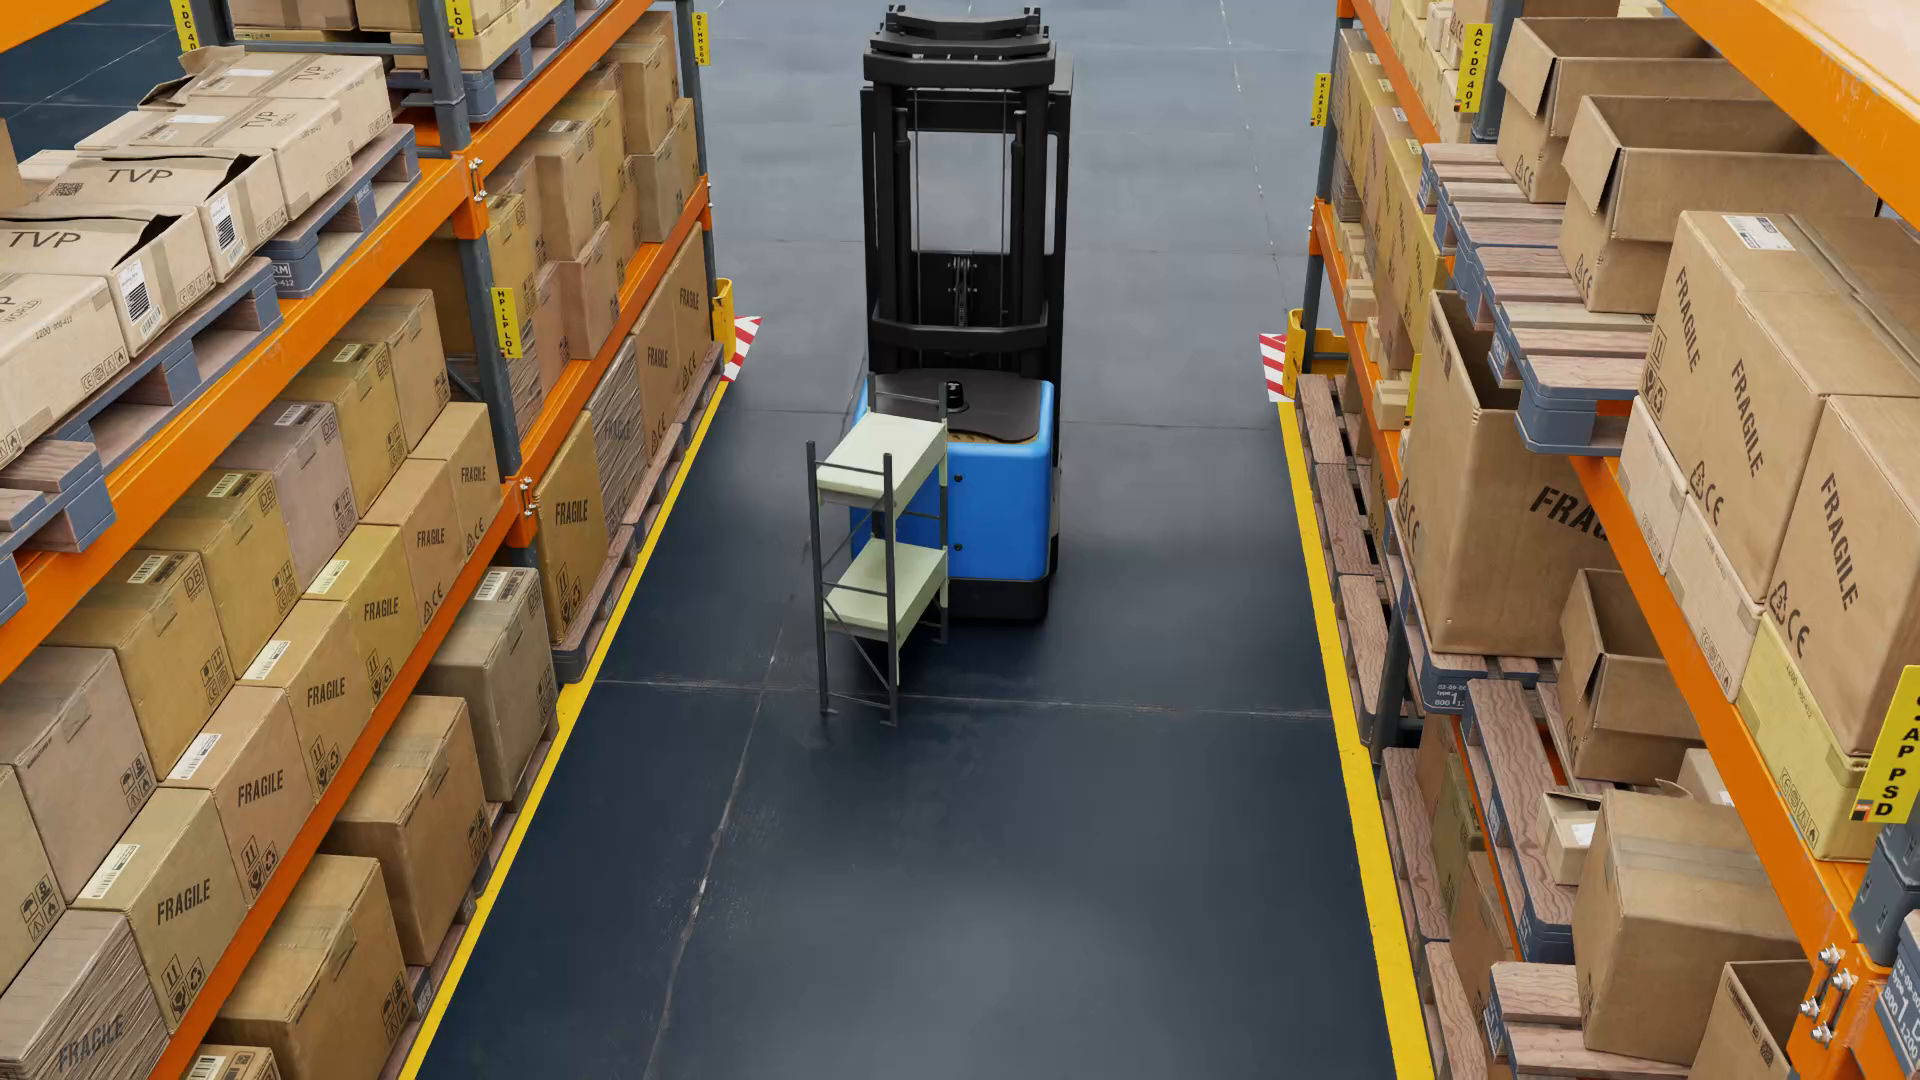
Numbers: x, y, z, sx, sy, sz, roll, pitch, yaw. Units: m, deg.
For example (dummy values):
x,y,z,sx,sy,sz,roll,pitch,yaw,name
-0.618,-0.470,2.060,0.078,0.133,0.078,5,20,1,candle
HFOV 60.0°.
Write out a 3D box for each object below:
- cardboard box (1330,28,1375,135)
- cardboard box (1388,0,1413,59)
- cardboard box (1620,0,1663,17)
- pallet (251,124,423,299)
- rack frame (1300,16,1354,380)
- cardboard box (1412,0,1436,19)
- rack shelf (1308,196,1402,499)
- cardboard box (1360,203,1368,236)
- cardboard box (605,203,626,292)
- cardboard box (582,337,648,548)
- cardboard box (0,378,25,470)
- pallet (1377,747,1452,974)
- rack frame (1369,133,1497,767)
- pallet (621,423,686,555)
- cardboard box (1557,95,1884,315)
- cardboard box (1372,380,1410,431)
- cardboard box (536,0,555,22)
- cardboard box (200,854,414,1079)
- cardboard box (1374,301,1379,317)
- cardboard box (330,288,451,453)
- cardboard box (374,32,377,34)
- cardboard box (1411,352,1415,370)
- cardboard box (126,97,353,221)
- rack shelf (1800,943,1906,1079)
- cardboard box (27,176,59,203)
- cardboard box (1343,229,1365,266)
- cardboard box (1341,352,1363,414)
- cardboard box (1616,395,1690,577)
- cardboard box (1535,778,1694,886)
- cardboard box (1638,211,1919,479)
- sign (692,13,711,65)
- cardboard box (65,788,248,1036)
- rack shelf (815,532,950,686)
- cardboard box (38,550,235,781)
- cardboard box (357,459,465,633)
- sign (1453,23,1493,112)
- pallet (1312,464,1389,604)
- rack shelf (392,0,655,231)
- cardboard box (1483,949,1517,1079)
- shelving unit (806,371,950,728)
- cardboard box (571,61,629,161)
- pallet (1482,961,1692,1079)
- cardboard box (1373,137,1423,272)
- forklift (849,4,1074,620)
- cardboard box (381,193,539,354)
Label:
x,y,z,sx,sy,sz,roll,pitch,yaw,name
2.450,-2.637,9.619,0.500,0.500,0.500,2,32,4,cardboard box
2.352,-2.490,7.995,0.500,0.250,0.500,3,32,5,cardboard box
2.857,-2.315,7.332,0.380,0.149,0.250,2,32,3,cardboard box
-2.520,-1.206,5.951,0.805,0.209,1.217,1,32,2,pallet
2.766,-2.318,10.433,1.000,3.000,0.127,2,32,4,rack frame
2.281,-2.481,7.602,0.380,0.149,0.250,4,32,6,cardboard box
2.603,-0.966,8.925,1.077,0.370,4.000,2,32,4,rack shelf
2.773,-1.935,9.432,0.875,0.500,0.500,2,32,4,cardboard box
-2.350,-1.596,9.118,0.875,0.550,0.500,2,32,4,cardboard box
-2.304,-0.563,9.210,0.875,0.875,0.875,3,32,4,cardboard box
-2.542,-0.229,3.774,0.500,0.311,0.500,3,32,4,cardboard box
2.379,1.367,7.110,1.003,0.211,1.213,2,32,4,pallet
2.441,-0.227,7.039,1.000,3.000,0.127,2,32,4,rack frame
-2.258,-0.338,9.878,1.003,0.211,1.213,2,32,4,pallet
2.228,-0.992,4.924,0.797,0.503,0.637,4,32,6,cardboard box
2.184,-0.639,7.947,0.380,0.149,0.250,2,32,4,cardboard box
-2.065,-2.456,7.541,0.380,0.149,0.250,2,32,3,cardboard box
-2.613,1.607,5.807,1.050,0.750,0.750,3,32,5,cardboard box
2.398,-1.156,8.787,0.380,0.149,0.250,2,32,4,cardboard box
-2.529,-0.700,6.759,0.700,0.500,0.500,2,32,3,cardboard box
-2.744,-2.354,7.376,0.380,0.149,0.250,3,32,5,cardboard box
2.615,-0.889,7.734,0.875,0.500,0.500,2,32,4,cardboard box
-2.376,-1.271,5.522,0.500,0.250,0.500,2,32,4,cardboard box
1.952,1.940,1.350,1.077,0.370,4.000,2,32,4,rack shelf
-2.858,-0.963,5.008,0.396,0.266,0.258,2,32,4,cardboard box
2.431,-1.681,9.639,0.380,0.149,0.250,2,32,4,cardboard box
2.699,-1.107,10.450,0.500,0.500,0.500,8,33,13,cardboard box
1.980,-0.130,4.166,0.500,0.250,0.500,3,32,5,cardboard box
1.982,0.860,5.004,0.396,0.266,0.258,2,32,3,cardboard box
1.991,-0.455,3.978,0.500,0.500,0.500,3,32,5,cardboard box
-1.629,-3.147,10.448,0.100,0.325,0.005,2,32,4,sign
-2.476,1.068,4.843,0.500,0.500,0.500,2,32,4,cardboard box
-0.372,0.327,8.191,0.431,0.370,0.720,10,33,16,rack shelf
-2.694,0.365,5.031,0.700,0.500,0.500,2,32,3,cardboard box
-2.312,0.014,6.553,0.500,0.500,0.500,2,32,3,cardboard box
1.899,-1.743,6.148,0.100,0.325,0.005,2,32,4,sign
2.557,-0.032,9.381,1.003,0.211,1.213,2,32,4,pallet
-2.332,-2.508,8.568,1.077,0.370,4.000,2,32,4,rack shelf
2.221,1.803,5.709,0.700,0.500,0.500,5,32,8,cardboard box
-0.372,0.050,8.020,0.431,1.500,0.755,10,33,16,shelving unit
-2.372,-2.336,9.289,0.875,0.550,0.550,2,32,4,cardboard box
2.067,1.569,4.308,1.213,0.211,1.003,2,32,4,pallet
2.284,-1.592,7.922,0.500,0.500,0.500,2,32,4,cardboard box
0.049,-1.577,9.296,1.130,2.935,3.031,2,32,4,forklift
-2.430,-1.207,7.457,0.875,0.550,0.550,2,32,4,cardboard box
